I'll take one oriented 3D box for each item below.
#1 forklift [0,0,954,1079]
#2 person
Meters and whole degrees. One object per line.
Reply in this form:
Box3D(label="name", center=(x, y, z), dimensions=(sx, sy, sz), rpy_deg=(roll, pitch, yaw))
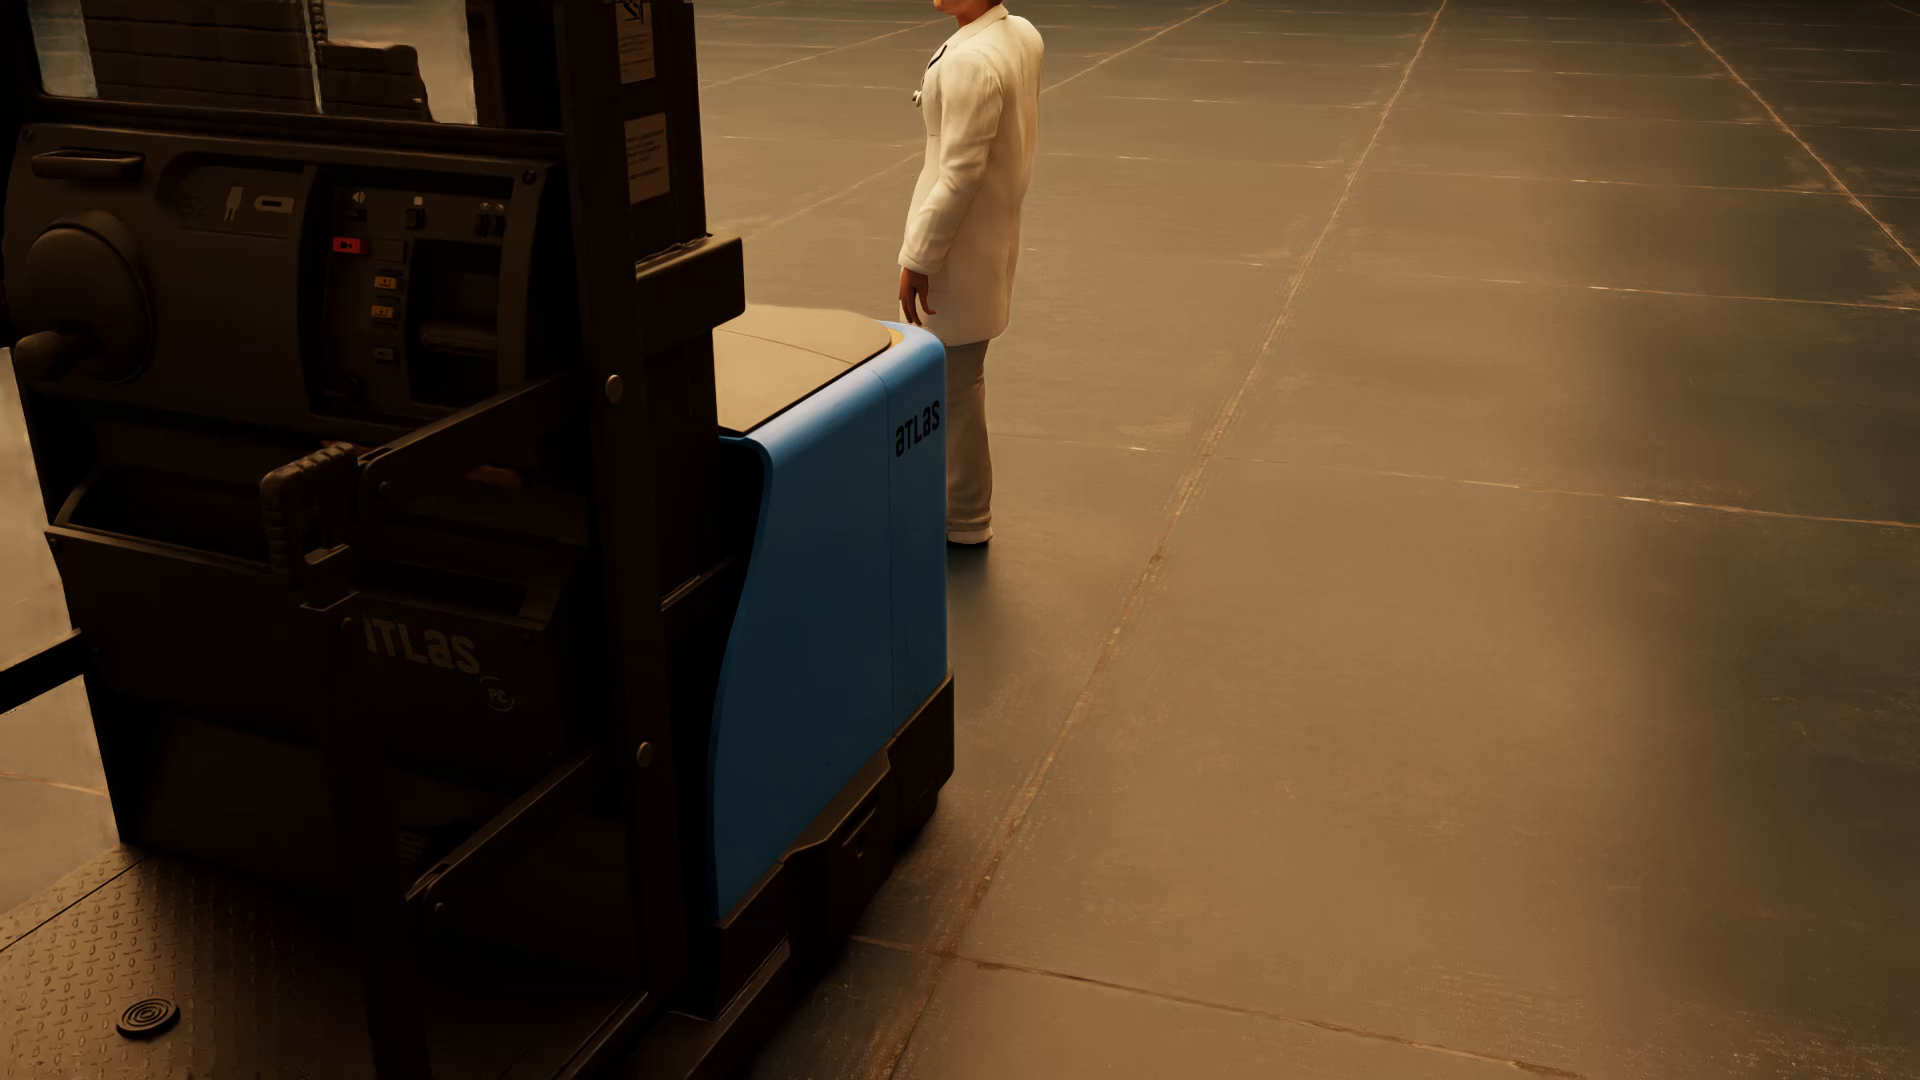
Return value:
Box3D(label="forklift", center=(-1.046, -0.347, 2.119), dimensions=(1.130, 2.935, 3.031), rpy_deg=(9, 24, 21))
Box3D(label="person", center=(-0.085, -0.840, 4.807), dimensions=(0.580, 1.776, 0.698), rpy_deg=(7, 23, 16))
